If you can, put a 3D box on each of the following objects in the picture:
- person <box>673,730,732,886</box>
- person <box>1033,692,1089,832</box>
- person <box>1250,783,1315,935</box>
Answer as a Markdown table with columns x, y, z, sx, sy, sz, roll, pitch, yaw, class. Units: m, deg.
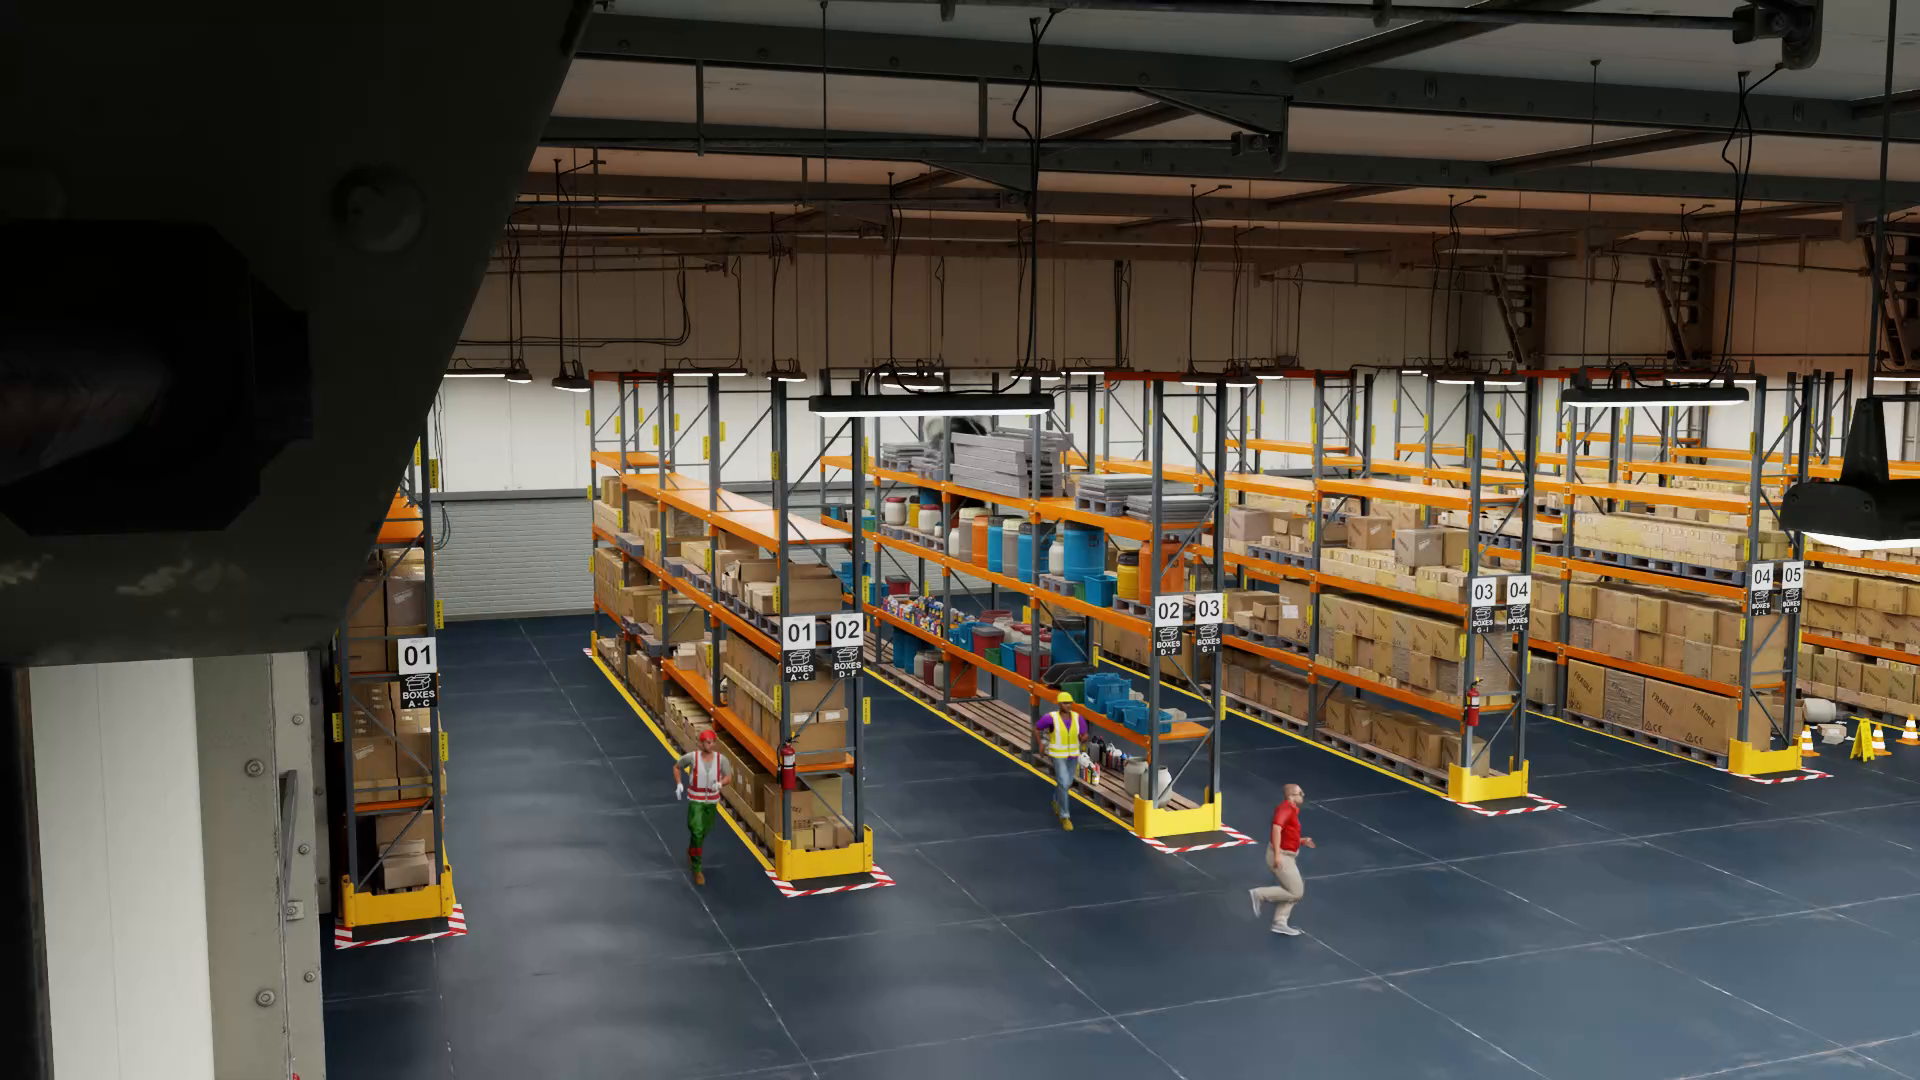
| x | y | z | sx | sy | sz | roll | pitch | yaw | class |
| --- | --- | --- | --- | --- | --- | --- | --- | --- | --- |
| -3.119 | 3.203 | 20.254 | 0.683 | 1.829 | 0.889 | -3 | 7 | -25 | person |
| 1.402 | 2.937 | 22.418 | 0.683 | 1.803 | 0.850 | -3 | 7 | -24 | person |
| 3.530 | 3.495 | 18.181 | 0.705 | 1.686 | 0.702 | 1 | 6 | 6 | person |
